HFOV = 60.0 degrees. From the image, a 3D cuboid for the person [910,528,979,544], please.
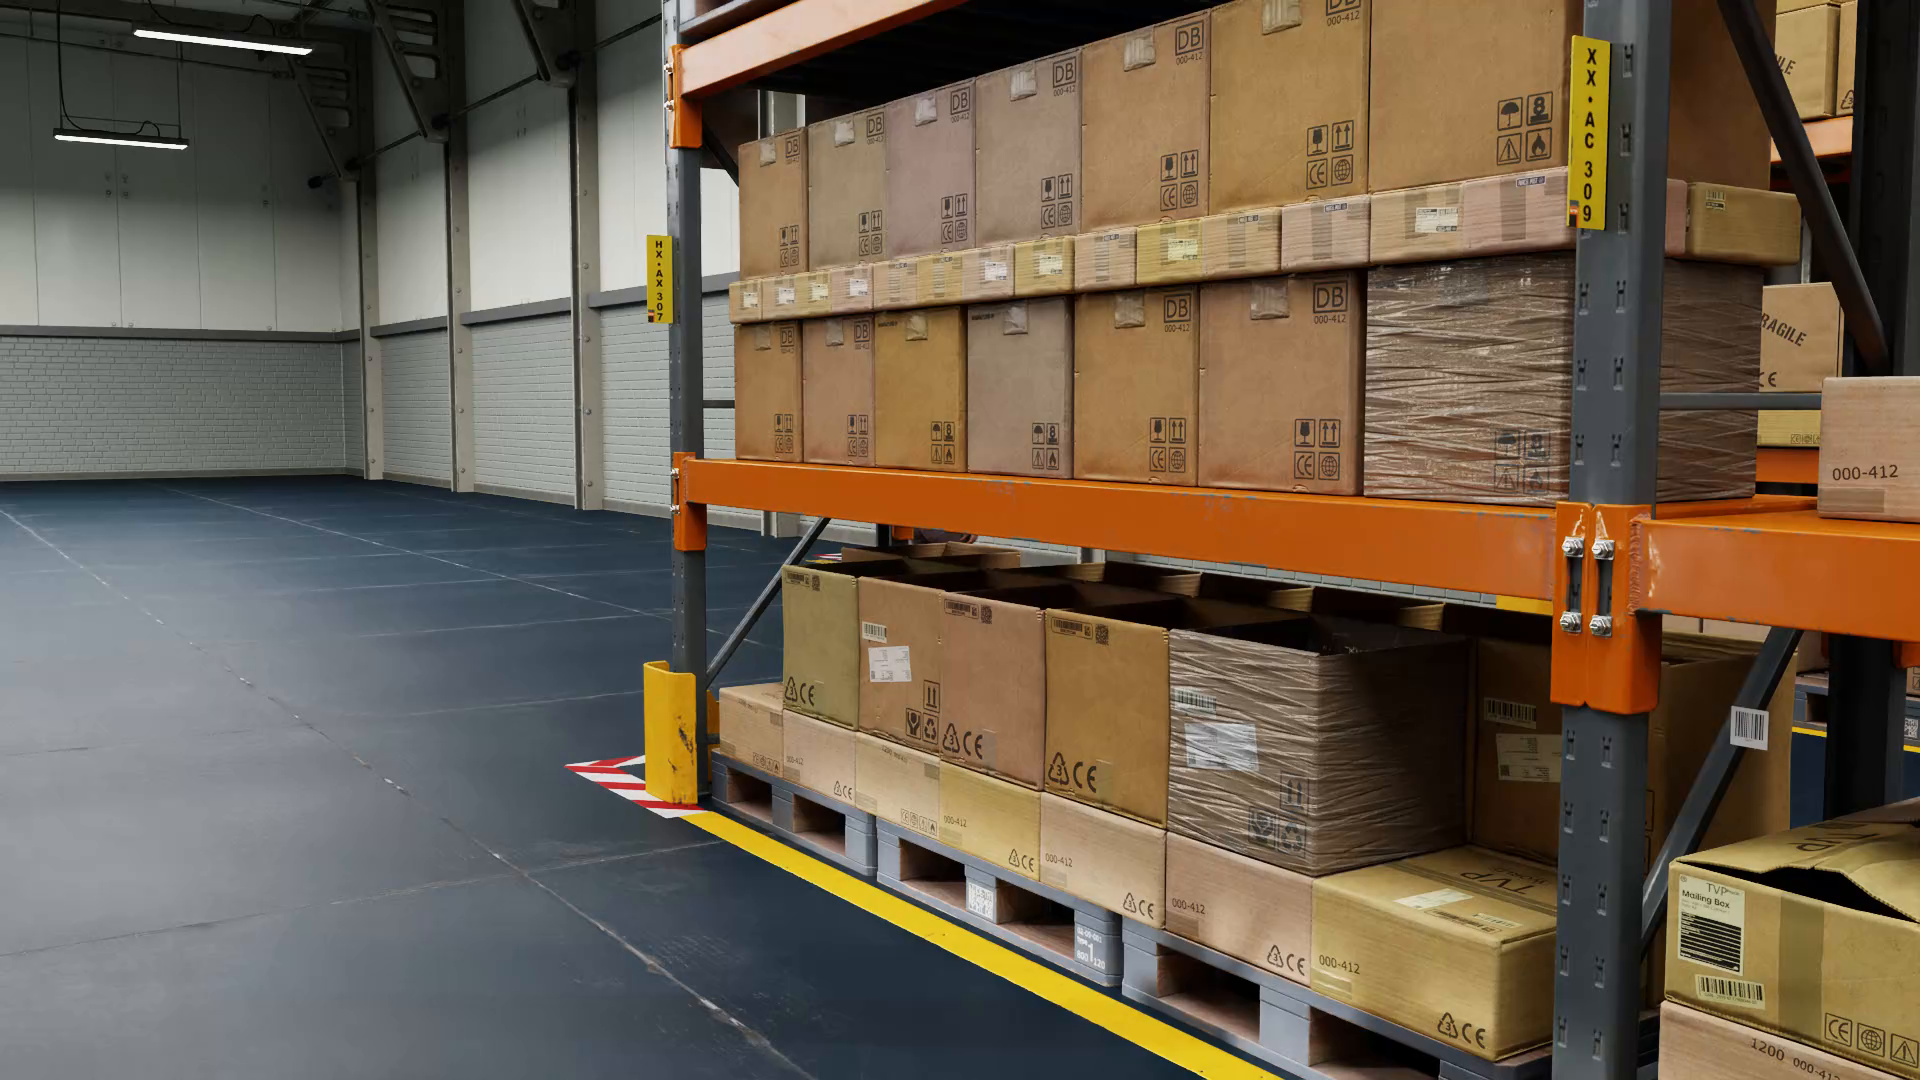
[{"bbox_3d":[-0.117,-0.064,9.390,0.415,1.619,0.579,-3,6,-34],"label":"person"}]
